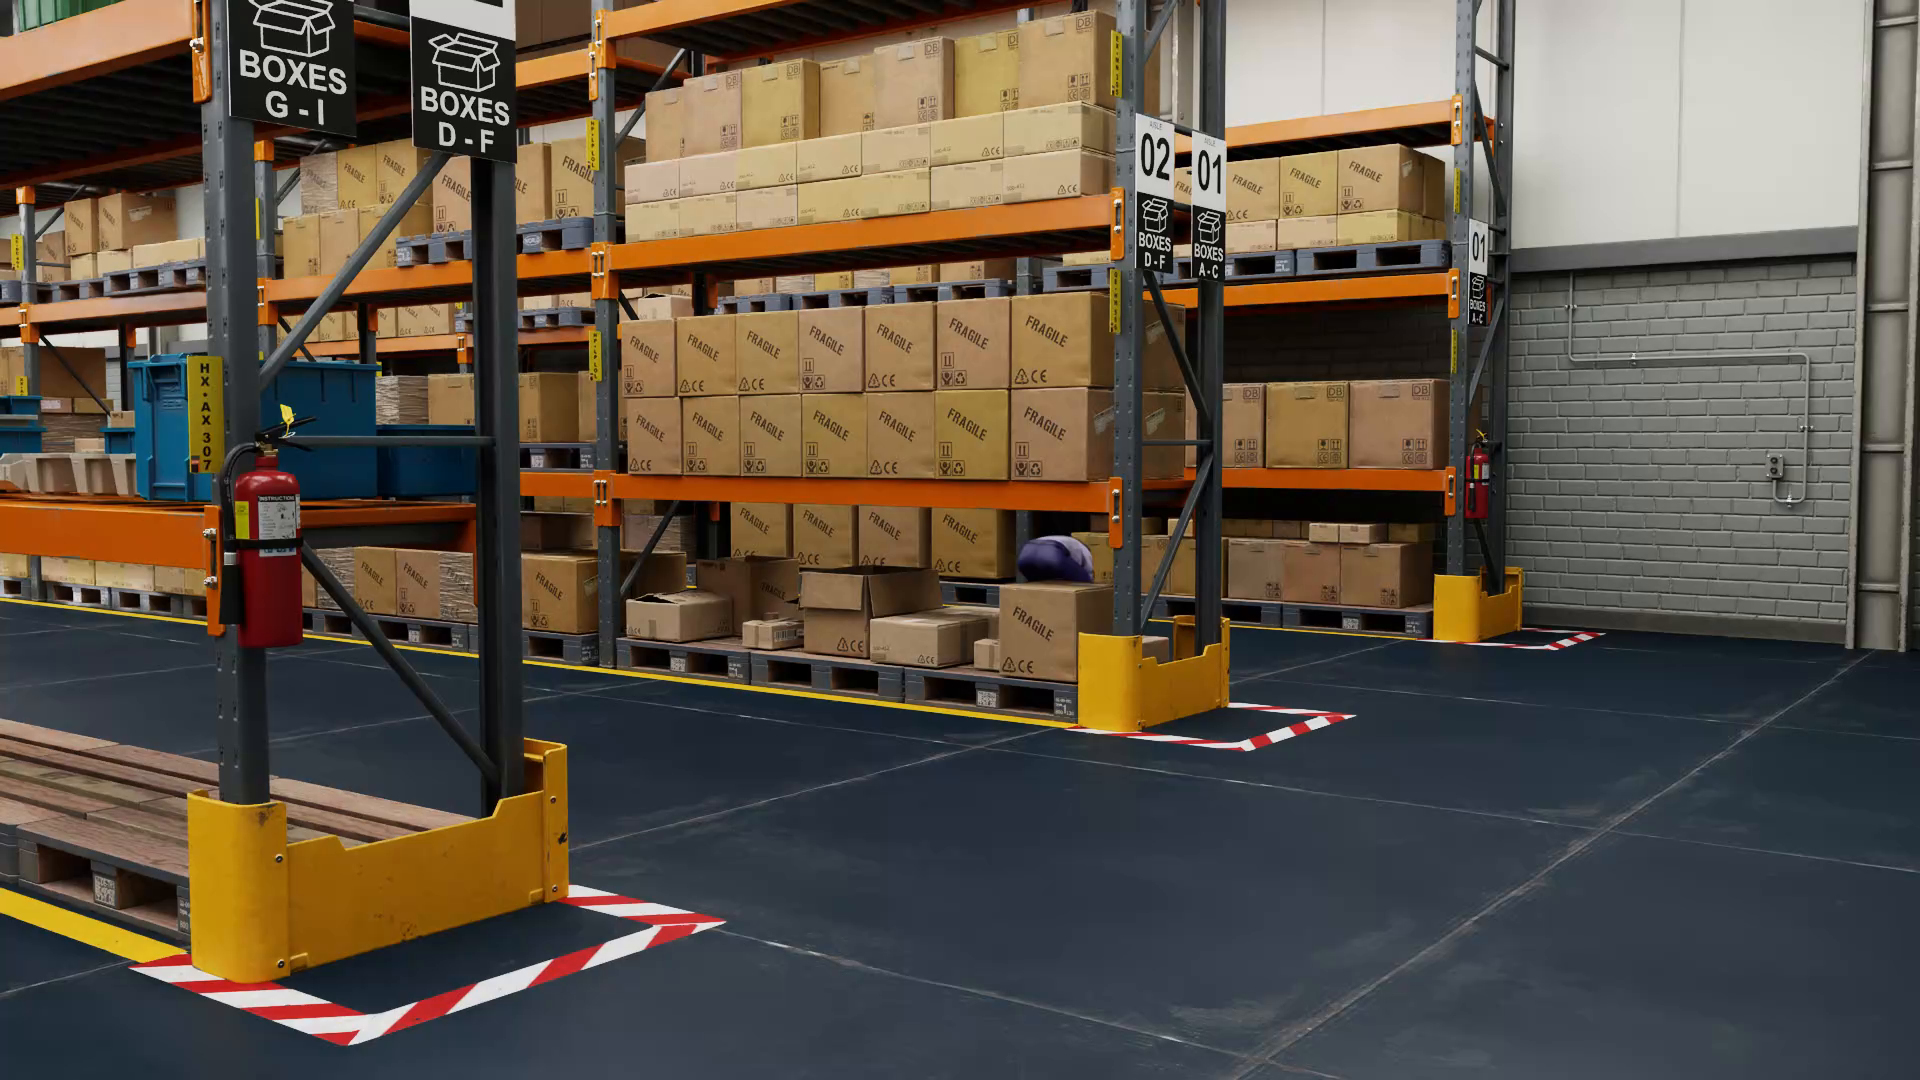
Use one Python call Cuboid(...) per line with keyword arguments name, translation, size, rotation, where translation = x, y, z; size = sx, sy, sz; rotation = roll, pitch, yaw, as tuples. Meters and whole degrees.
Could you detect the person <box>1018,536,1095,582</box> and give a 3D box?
Cuboid(name="person", translation=(0.816, 0.356, 13.340), size=(0.509, 0.784, 0.905), rotation=(2, 4, 34))
